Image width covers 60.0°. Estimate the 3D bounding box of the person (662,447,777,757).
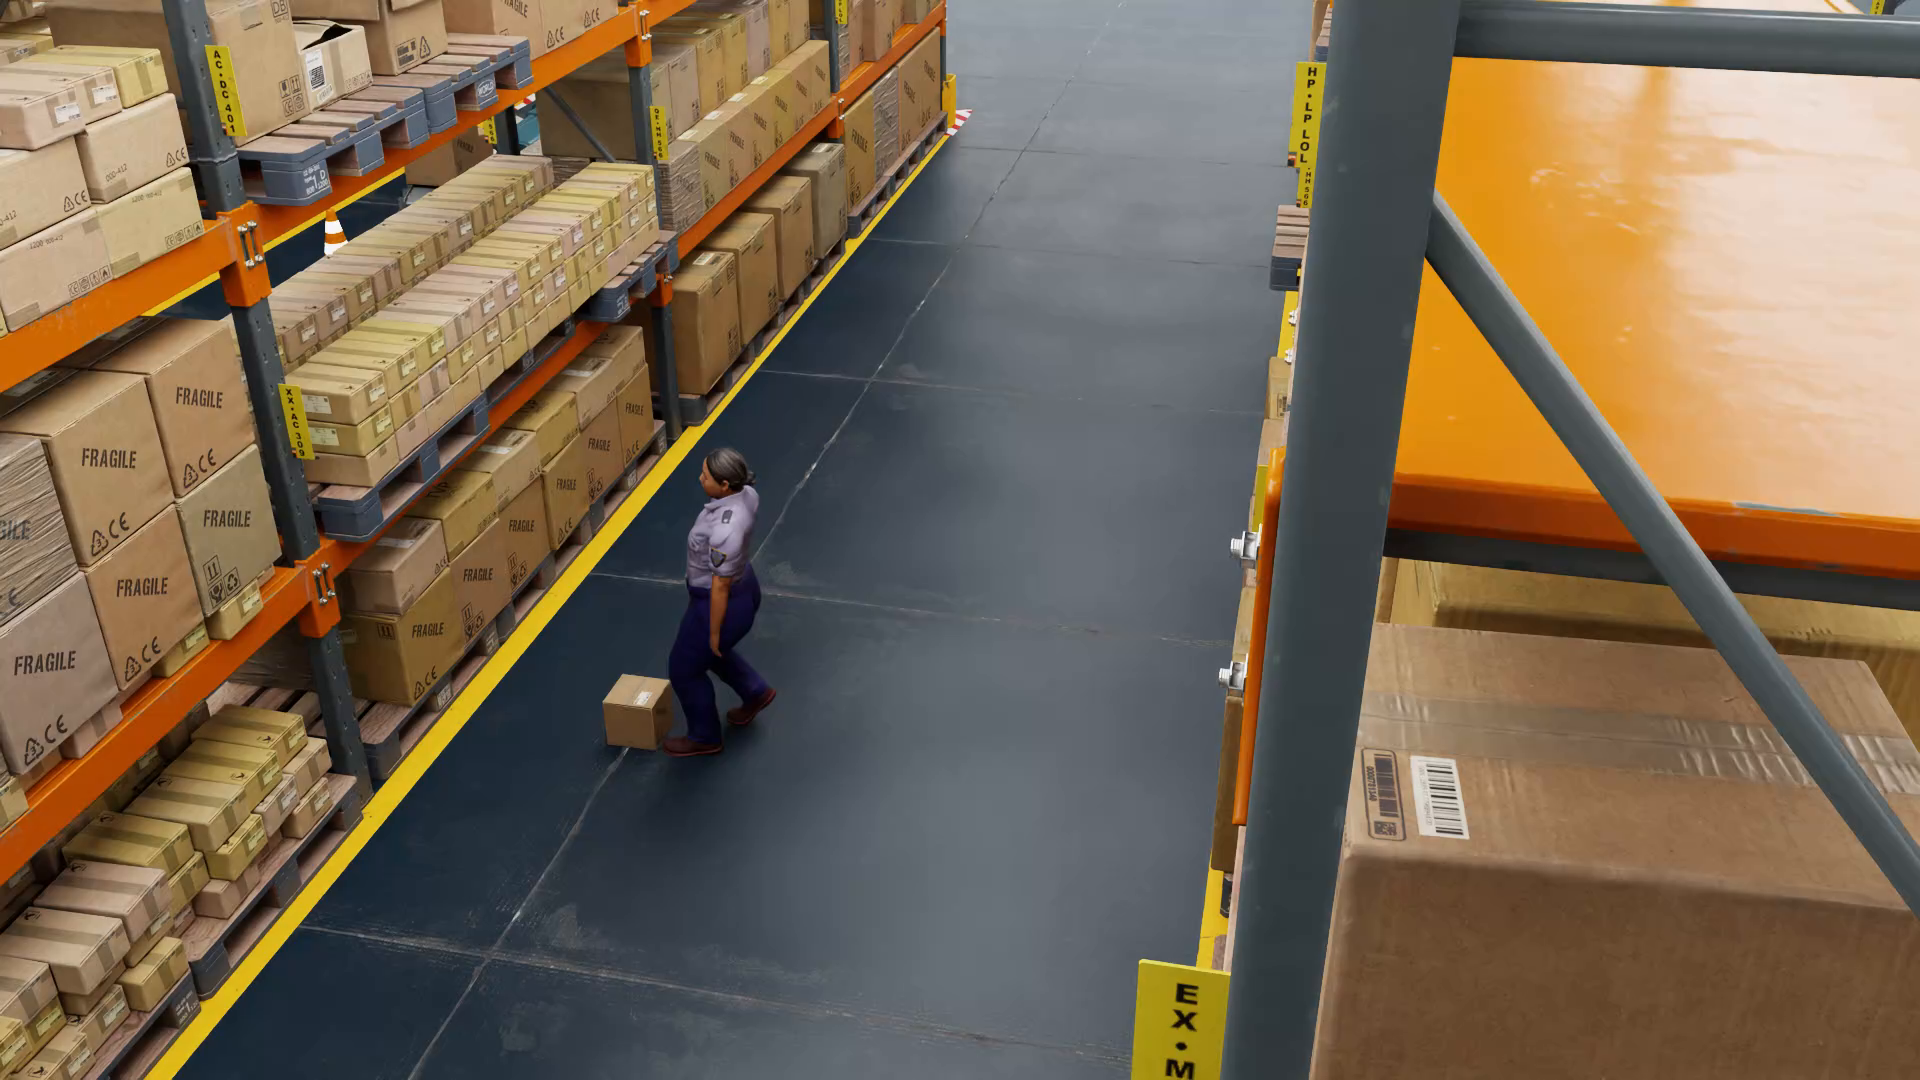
[{"bbox_3d":[-1.161,0.285,7.673,0.537,1.612,0.496,3,29,5],"label":"person"}]
